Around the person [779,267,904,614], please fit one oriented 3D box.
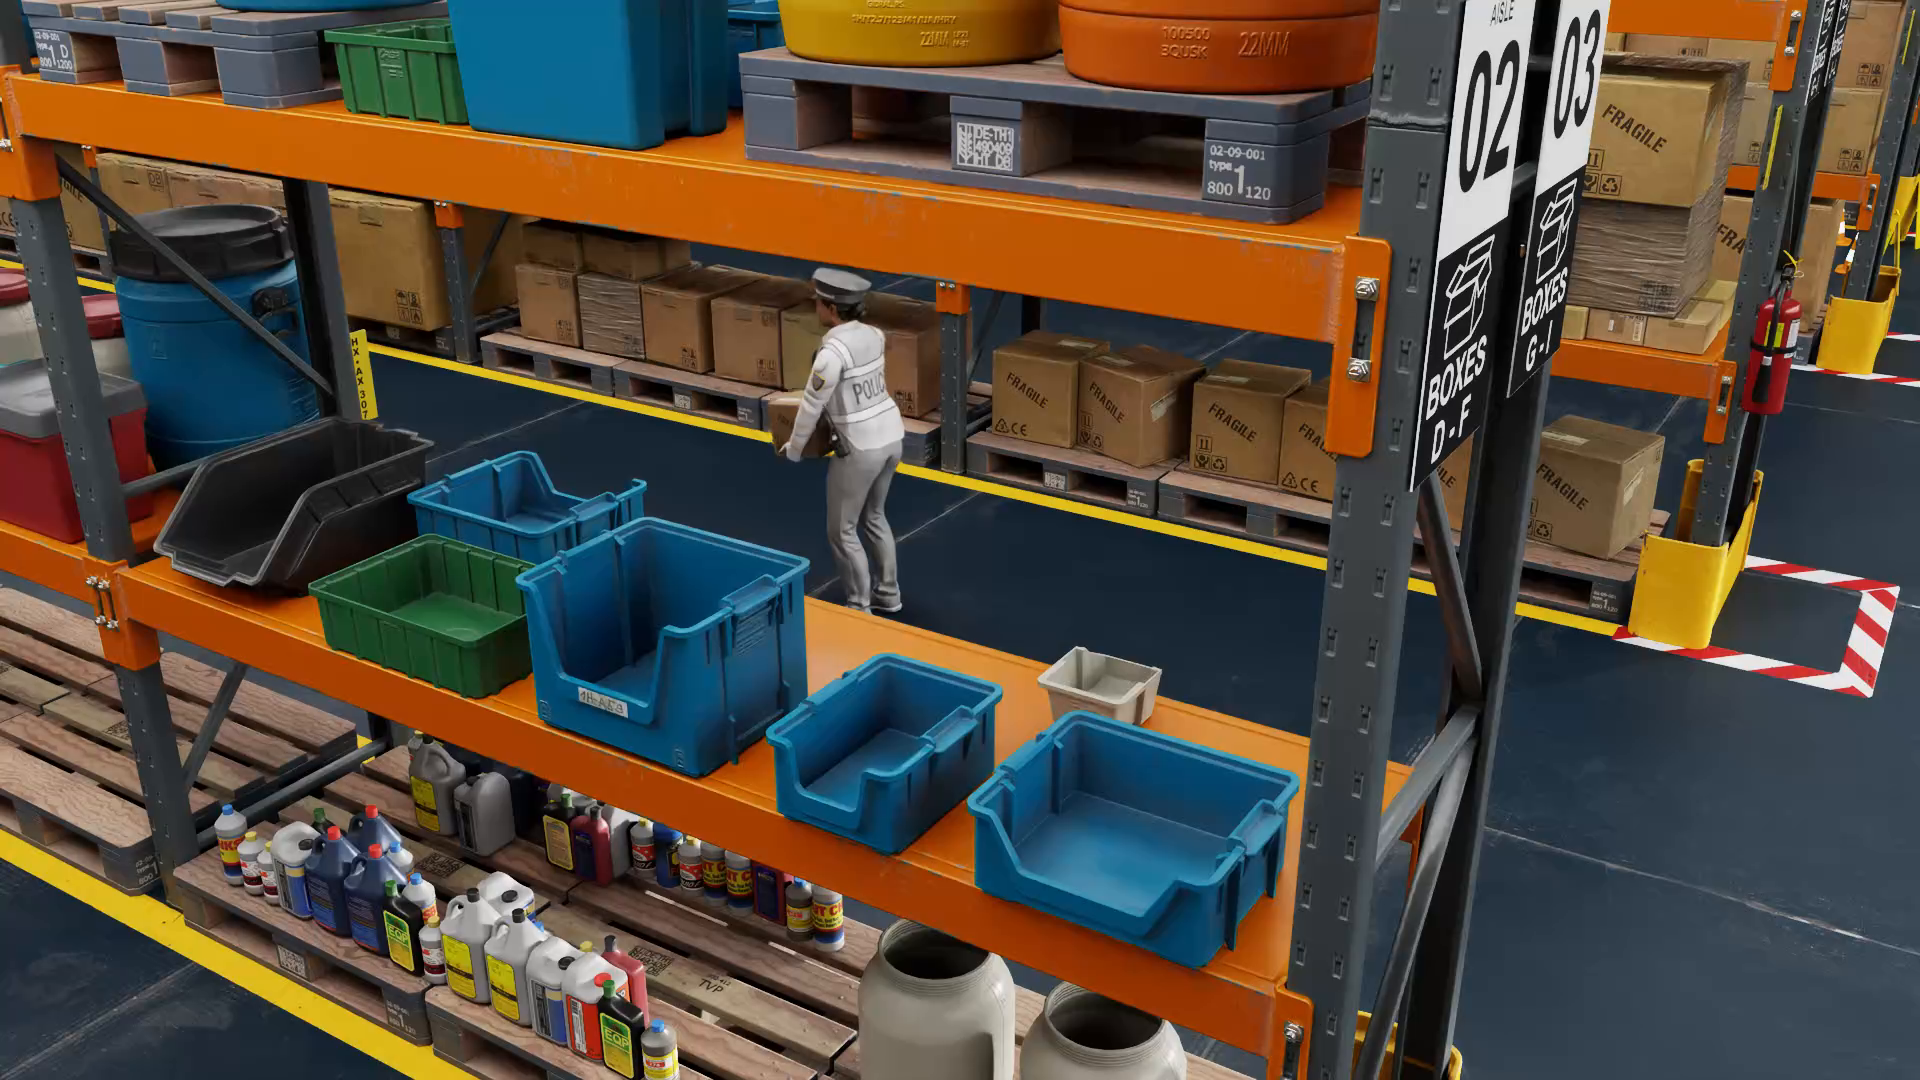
[{"bbox_3d":[-0.531,-0.413,7.569,0.542,1.664,0.416,13,27,28],"label":"person"}]
